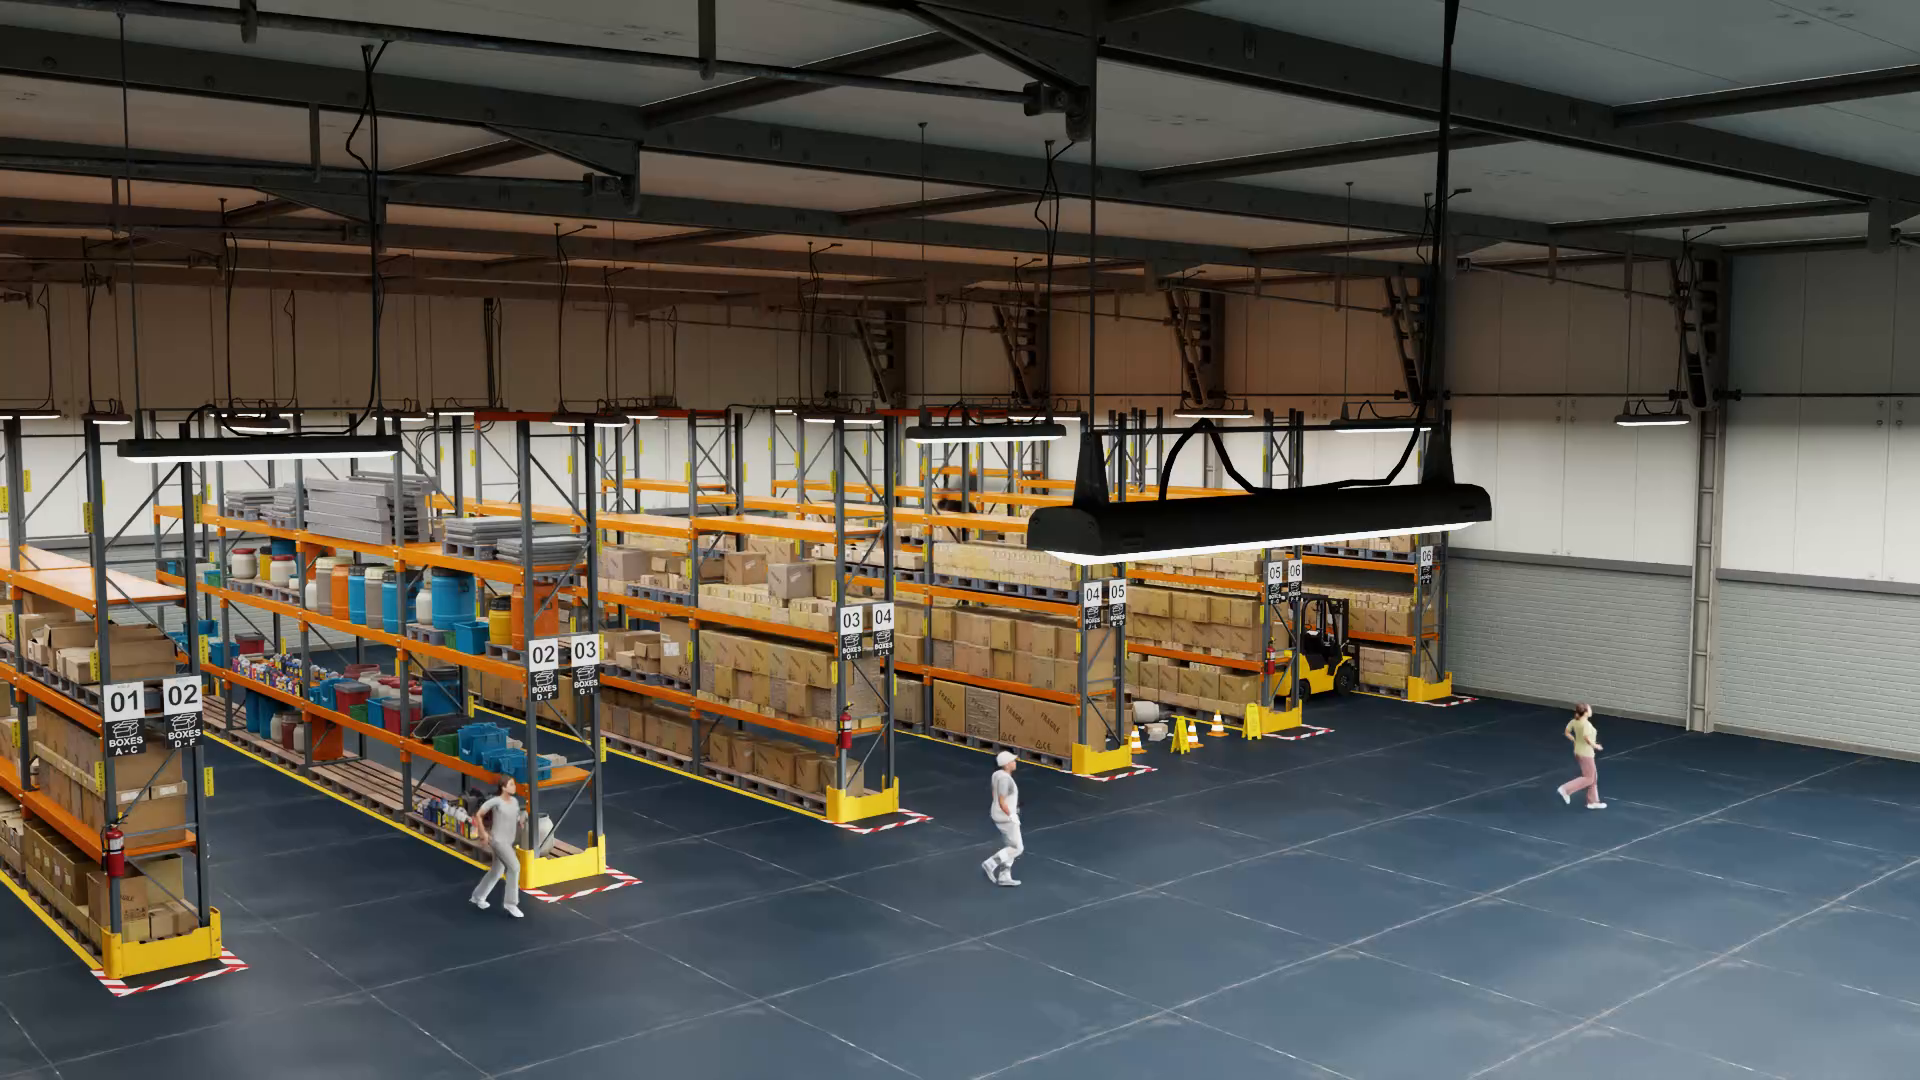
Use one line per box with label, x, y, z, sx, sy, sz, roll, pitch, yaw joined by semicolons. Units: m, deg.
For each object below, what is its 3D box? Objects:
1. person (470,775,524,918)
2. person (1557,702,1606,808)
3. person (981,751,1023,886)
person;-5.605;3.722;20.400;0.806;1.654;0.584;2;5;18
person;9.464;3.278;25.300;0.820;1.638;0.591;-1;5;-8
person;0.533;3.584;21.390;0.593;1.755;0.678;-1;5;-12
